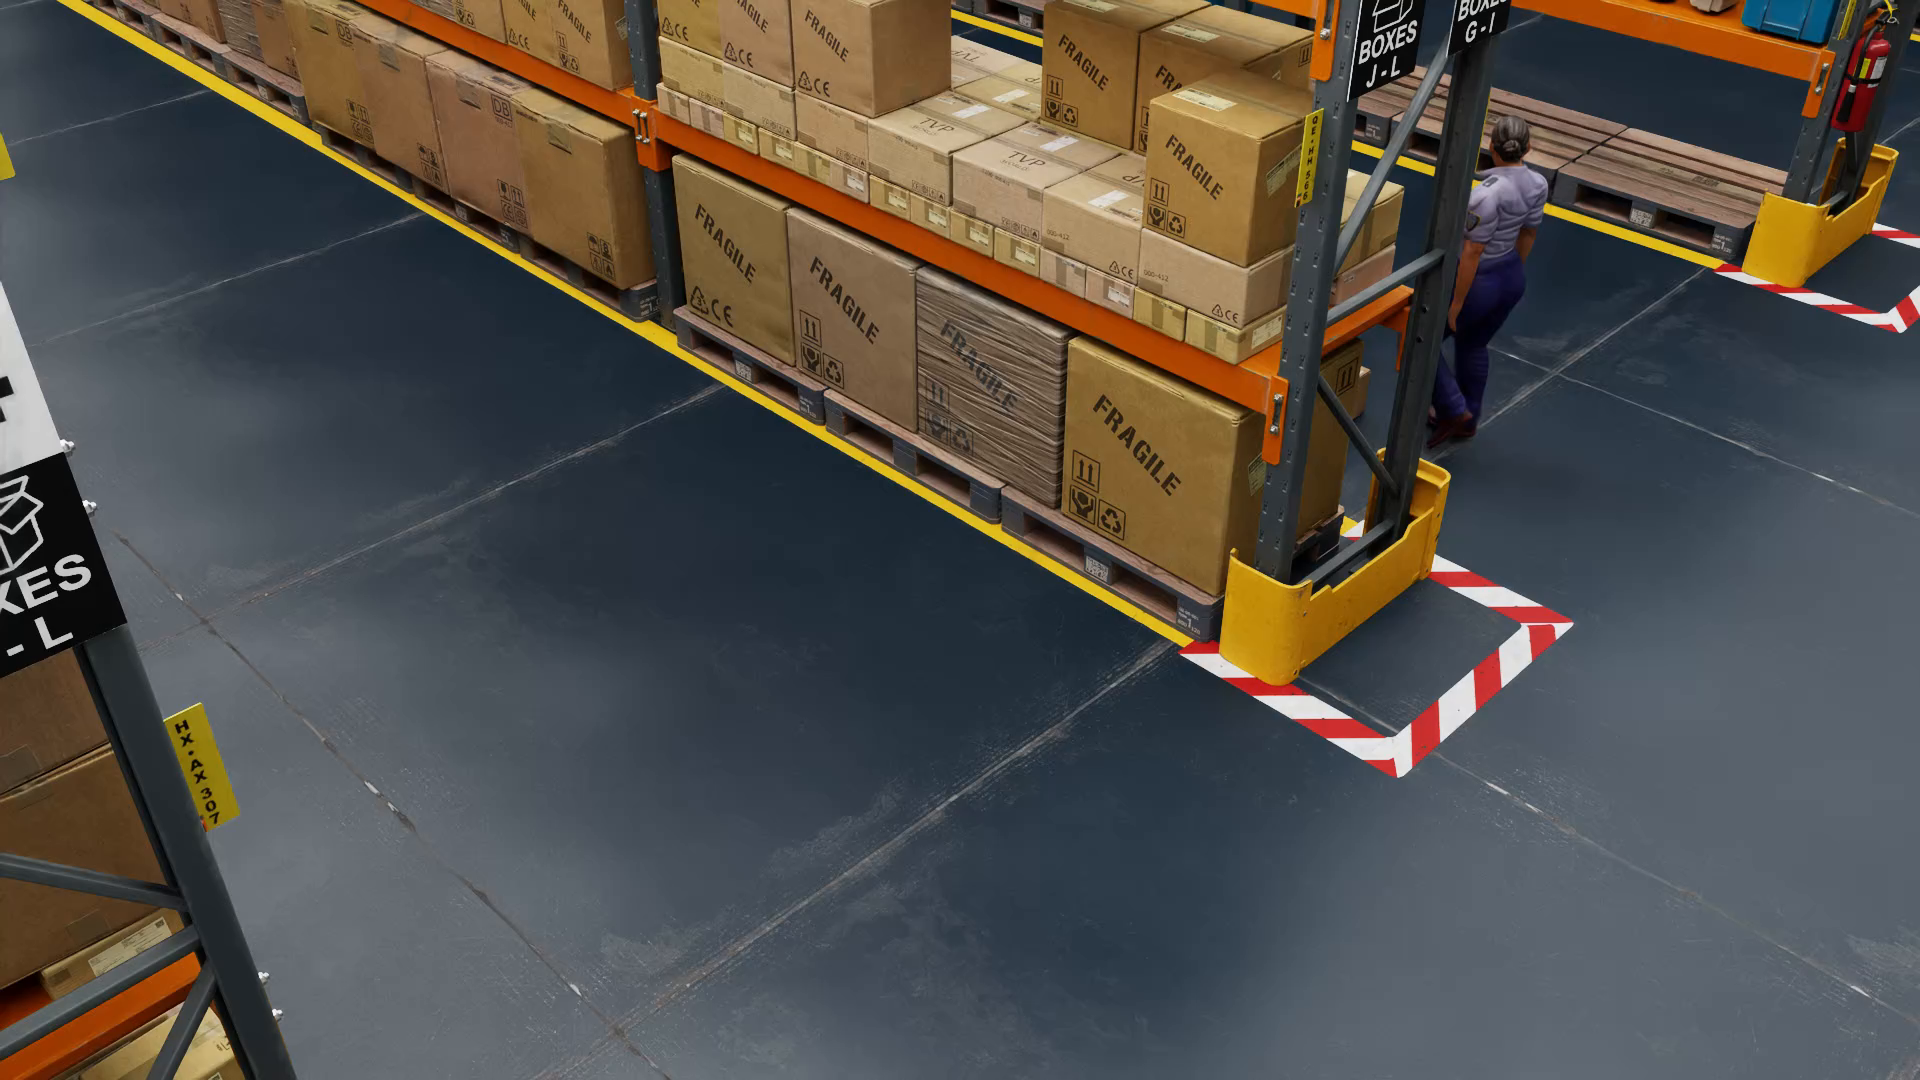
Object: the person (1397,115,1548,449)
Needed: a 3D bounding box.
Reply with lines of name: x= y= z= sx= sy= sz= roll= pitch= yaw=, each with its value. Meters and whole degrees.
person: x=2.395 y=-1.192 z=7.799 sx=0.514 sy=1.655 sz=0.418 roll=-22 pitch=41 yaw=-28
